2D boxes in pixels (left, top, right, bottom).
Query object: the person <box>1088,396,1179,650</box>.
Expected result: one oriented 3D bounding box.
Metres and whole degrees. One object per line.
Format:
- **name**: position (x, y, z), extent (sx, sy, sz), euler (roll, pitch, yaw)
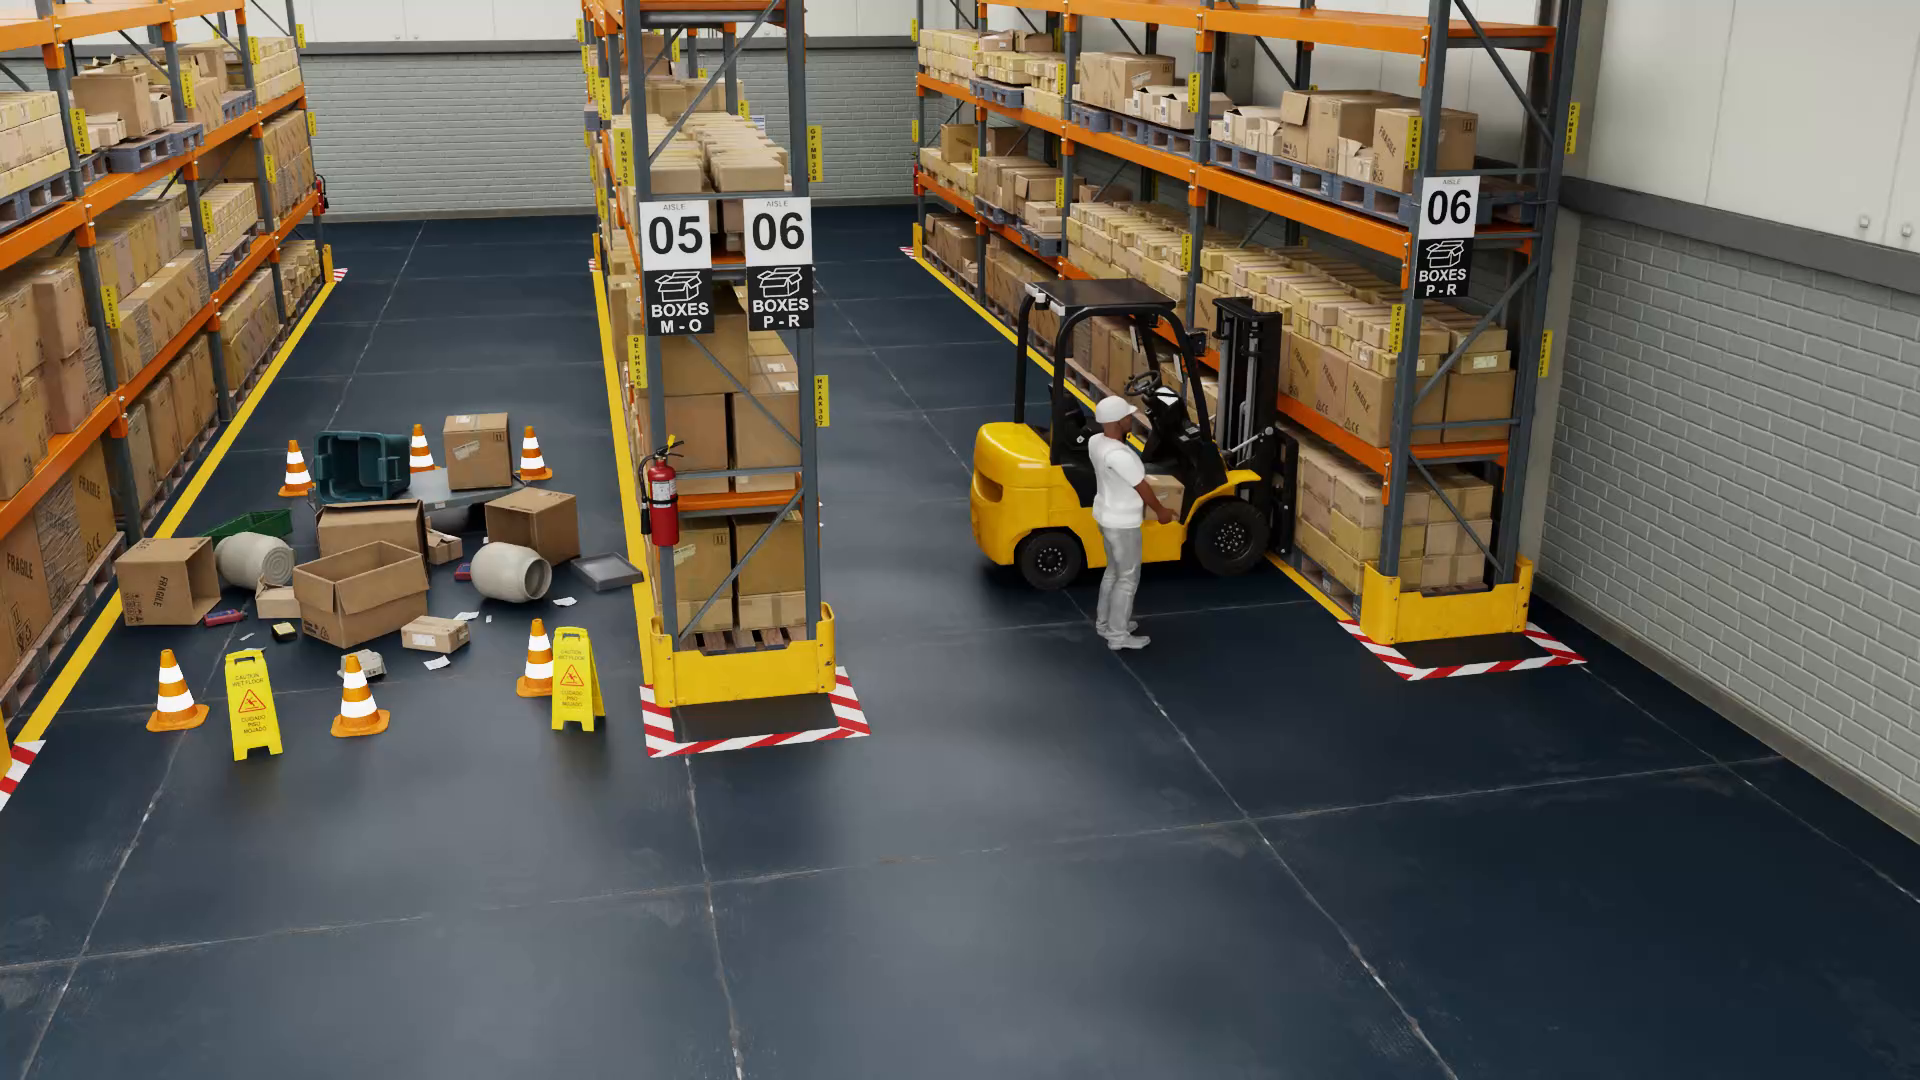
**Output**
- **person**: position (1.180, -0.138, 11.434), extent (0.577, 1.761, 0.502), euler (-4, 20, -12)
